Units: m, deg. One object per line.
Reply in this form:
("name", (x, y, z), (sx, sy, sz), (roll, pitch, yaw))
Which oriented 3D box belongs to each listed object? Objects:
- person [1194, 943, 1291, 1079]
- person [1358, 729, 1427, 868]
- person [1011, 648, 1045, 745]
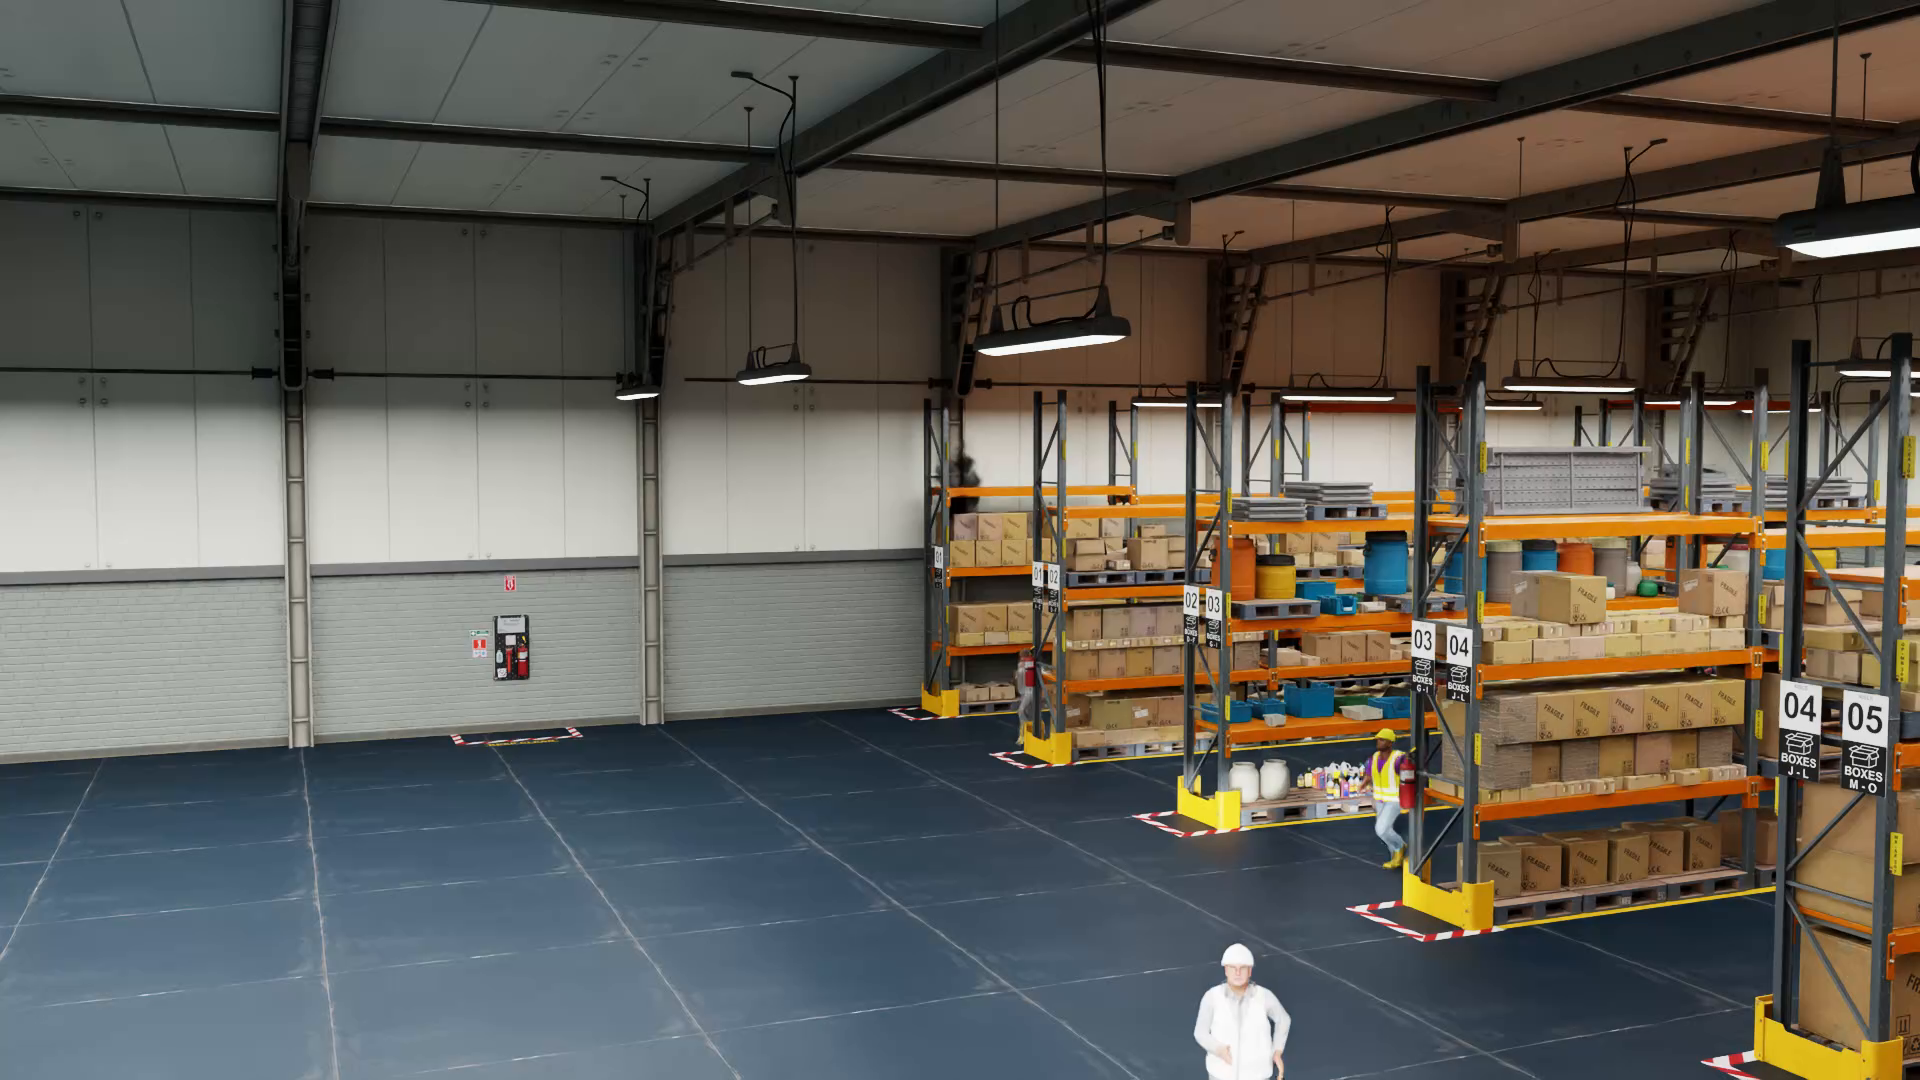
("person", (1.899, 3.615, 11.255), (0.637, 1.734, 0.641), (1, 3, 14))
("person", (5.137, 3.120, 19.928), (0.743, 1.714, 0.726), (-2, 4, -32))
("person", (1.855, 2.557, 30.787), (4.030, 1.650, 3.650), (-2, 4, -30))
